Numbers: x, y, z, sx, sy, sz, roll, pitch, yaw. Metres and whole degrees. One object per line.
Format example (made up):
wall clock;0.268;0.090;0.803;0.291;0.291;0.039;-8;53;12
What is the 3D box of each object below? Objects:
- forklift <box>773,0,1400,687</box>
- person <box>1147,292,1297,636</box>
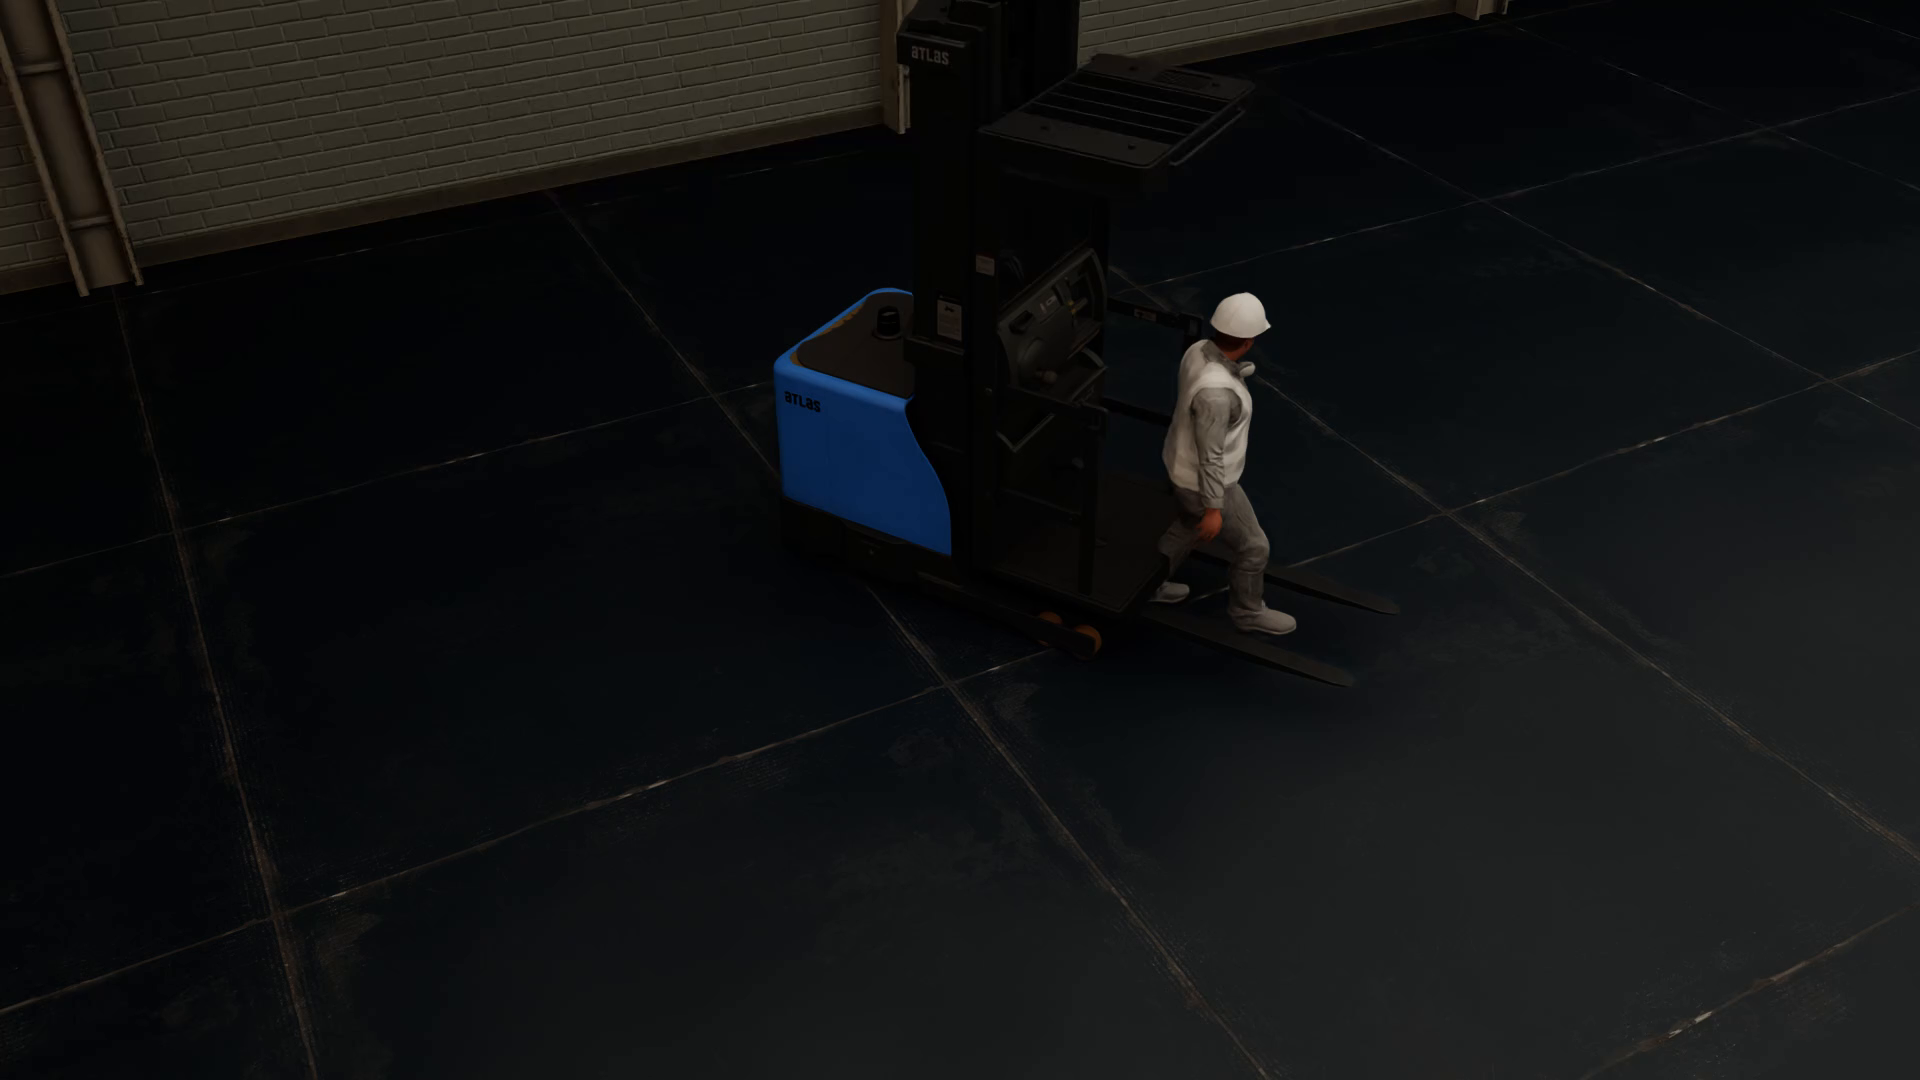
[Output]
forklift;0.606;-0.983;7.513;3.031;2.935;1.130;19;40;25
person;1.212;-0.321;7.557;0.746;1.730;0.740;-2;35;-3
